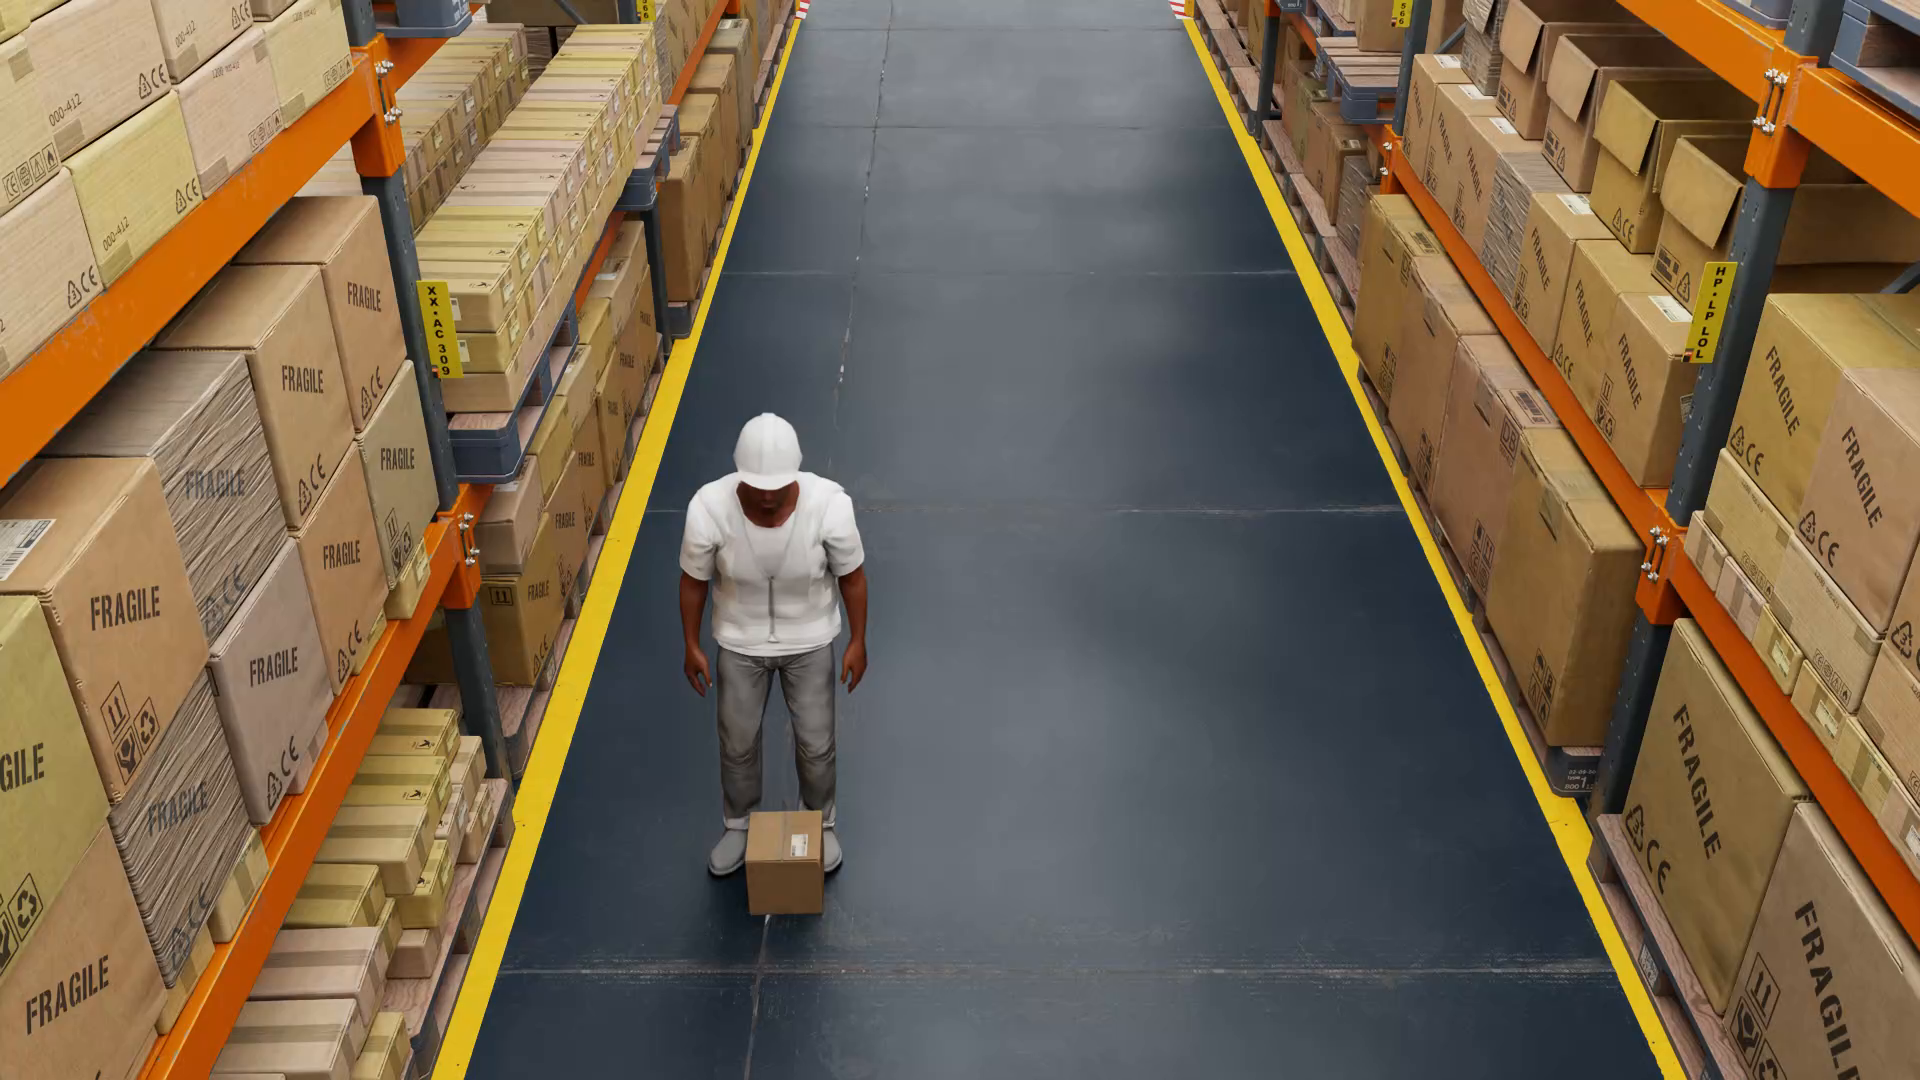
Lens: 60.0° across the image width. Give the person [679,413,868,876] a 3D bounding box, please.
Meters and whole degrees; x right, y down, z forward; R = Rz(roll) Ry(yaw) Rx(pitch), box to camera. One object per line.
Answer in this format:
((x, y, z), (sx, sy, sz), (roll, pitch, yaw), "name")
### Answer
((-0.613, 0.352, 5.541), (0.621, 1.759, 0.461), (-1, 31, -2), "person")
